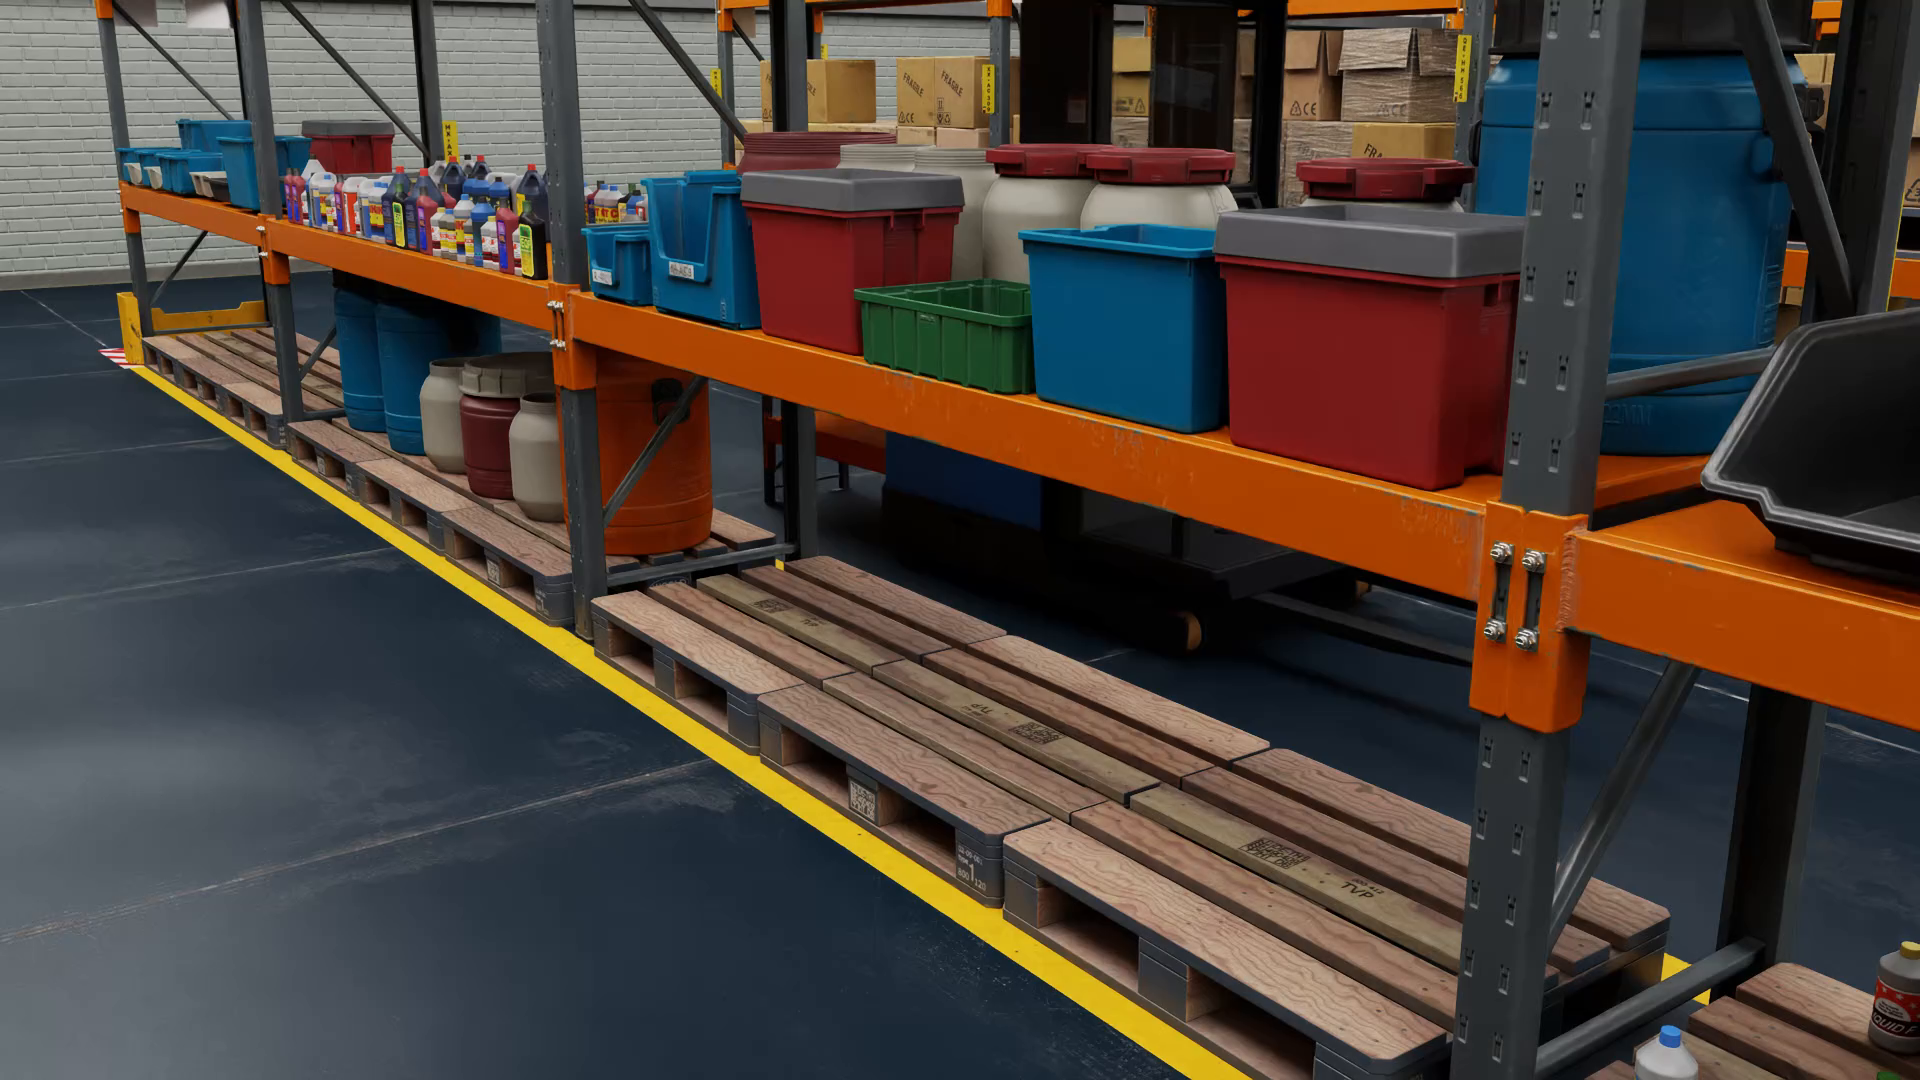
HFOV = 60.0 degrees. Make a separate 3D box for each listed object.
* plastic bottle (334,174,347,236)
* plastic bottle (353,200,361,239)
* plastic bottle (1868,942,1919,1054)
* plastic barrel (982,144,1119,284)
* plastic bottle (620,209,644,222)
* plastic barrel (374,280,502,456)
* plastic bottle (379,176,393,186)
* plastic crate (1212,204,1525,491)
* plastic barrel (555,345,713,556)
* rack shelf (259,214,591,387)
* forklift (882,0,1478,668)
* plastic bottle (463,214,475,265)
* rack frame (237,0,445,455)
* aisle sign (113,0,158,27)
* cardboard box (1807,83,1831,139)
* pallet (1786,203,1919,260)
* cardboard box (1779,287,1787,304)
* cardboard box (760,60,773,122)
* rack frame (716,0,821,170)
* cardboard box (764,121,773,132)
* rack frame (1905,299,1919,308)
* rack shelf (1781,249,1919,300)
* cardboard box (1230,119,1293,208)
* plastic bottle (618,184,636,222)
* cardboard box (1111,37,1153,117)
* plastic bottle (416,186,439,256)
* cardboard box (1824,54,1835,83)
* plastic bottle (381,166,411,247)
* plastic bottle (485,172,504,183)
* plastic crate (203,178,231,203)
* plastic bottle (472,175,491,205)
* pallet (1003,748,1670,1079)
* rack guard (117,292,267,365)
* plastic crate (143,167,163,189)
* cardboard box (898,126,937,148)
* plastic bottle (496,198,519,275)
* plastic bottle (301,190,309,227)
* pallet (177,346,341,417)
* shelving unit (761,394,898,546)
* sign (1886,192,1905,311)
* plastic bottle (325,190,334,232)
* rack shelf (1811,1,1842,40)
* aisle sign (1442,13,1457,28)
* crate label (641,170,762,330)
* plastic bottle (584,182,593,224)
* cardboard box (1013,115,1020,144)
[{"bbox_3d":[-2.967,-1.616,8.018,0.061,0.283,0.133,-11,19,-35],"label":"plastic bottle"},{"bbox_3d":[-2.805,-1.526,7.845,0.097,0.201,0.097,0,15,0],"label":"plastic bottle"},{"bbox_3d":[1.809,0.869,3.187,0.097,0.201,0.097,0,15,0],"label":"plastic bottle"},{"bbox_3d":[0.273,-0.851,4.745,0.433,0.535,0.433,0,15,0],"label":"plastic barrel"},{"bbox_3d":[-1.363,-1.274,6.926,0.097,0.201,0.097,0,15,0],"label":"plastic bottle"},{"bbox_3d":[-2.637,-0.927,8.459,0.600,0.901,0.708,-11,19,-35],"label":"plastic barrel"},{"bbox_3d":[-2.728,-1.614,8.027,0.152,0.276,0.135,-11,19,-35],"label":"plastic bottle"},{"bbox_3d":[0.812,-0.385,3.178,0.402,0.464,0.583,-11,19,-35],"label":"plastic crate"},{"bbox_3d":[-1.309,-0.410,6.706,0.600,0.830,0.708,-11,19,-35],"label":"plastic barrel"},{"bbox_3d":[-2.184,-1.232,7.759,1.077,0.370,4.000,-11,19,-35],"label":"rack shelf"},{"bbox_3d":[0.996,-1.144,6.202,1.130,2.935,3.031,-13,20,-39],"label":"forklift"},{"bbox_3d":[-1.951,-1.215,6.711,0.097,0.201,0.097,0,15,0],"label":"plastic bottle"},{"bbox_3d":[-3.360,-2.006,9.224,1.000,3.000,0.127,-11,19,-35],"label":"rack frame"},{"bbox_3d":[-5.994,-4.083,11.889,0.394,0.787,0.004,-11,19,-35],"label":"aisle sign"},{"bbox_3d":[3.757,-1.959,8.066,0.700,0.500,0.500,-8,17,-26],"label":"cardboard box"},{"bbox_3d":[4.195,-1.412,7.416,1.003,0.211,1.213,-11,19,-35],"label":"pallet"},{"bbox_3d":[6.169,-1.877,12.693,0.500,0.500,0.500,-10,18,-32],"label":"cardboard box"},{"bbox_3d":[-1.348,-3.811,14.117,0.500,0.500,0.500,-11,19,-36],"label":"cardboard box"},{"bbox_3d":[-1.705,-3.629,15.154,1.000,3.000,0.127,-11,19,-35],"label":"rack frame"},{"bbox_3d":[-1.331,-3.446,14.205,0.500,0.250,0.500,-11,19,-35],"label":"cardboard box"},{"bbox_3d":[7.070,-2.669,11.646,1.000,3.000,0.127,-11,19,-35],"label":"rack frame"},{"bbox_3d":[4.174,-1.147,7.447,1.077,0.370,4.000,-11,19,-35],"label":"rack shelf"},{"bbox_3d":[1.912,-2.254,9.939,0.500,0.500,0.500,-12,19,-36],"label":"cardboard box"},{"bbox_3d":[-1.450,-1.422,7.311,0.061,0.283,0.133,-11,19,-35],"label":"plastic bottle"},{"bbox_3d":[1.423,-3.024,10.852,0.797,0.503,0.637,-11,19,-34],"label":"cardboard box"},{"bbox_3d":[-2.263,-1.360,7.084,0.061,0.283,0.133,-11,19,-35],"label":"plastic bottle"},{"bbox_3d":[9.010,-4.601,16.620,0.500,0.500,0.500,-11,19,-35],"label":"cardboard box"},{"bbox_3d":[-2.510,-1.501,7.471,0.144,0.351,0.185,-11,19,-35],"label":"plastic bottle"},{"bbox_3d":[-2.355,-1.727,8.438,0.152,0.276,0.135,-11,19,-35],"label":"plastic bottle"},{"bbox_3d":[-4.235,-2.100,9.973,0.437,0.125,0.590,-11,19,-35],"label":"plastic crate"},{"bbox_3d":[-2.366,-1.672,8.248,0.097,0.271,0.097,0,15,0],"label":"plastic bottle"},{"bbox_3d":[0.851,0.885,3.941,1.003,0.211,1.213,-11,19,-35],"label":"pallet"},{"bbox_3d":[-5.736,-1.658,12.686,1.175,0.500,0.348,-11,19,-35],"label":"rack guard"},{"bbox_3d":[-5.312,-2.432,11.166,0.250,0.136,0.298,-11,19,-35],"label":"plastic crate"},{"bbox_3d":[-0.132,-3.010,12.611,0.500,0.250,0.500,-10,18,-33],"label":"cardboard box"},{"bbox_3d":[-1.727,-1.165,6.372,0.061,0.283,0.133,-11,19,-35],"label":"plastic bottle"},{"bbox_3d":[-3.328,-1.716,8.538,0.097,0.201,0.097,0,15,0],"label":"plastic bottle"},{"bbox_3d":[-4.545,-1.073,11.096,1.003,0.211,1.213,-11,19,-35],"label":"pallet"},{"bbox_3d":[-0.437,-0.662,7.865,0.538,1.125,1.048,-13,20,-39],"label":"shelving unit"},{"bbox_3d":[1.795,-0.514,3.249,0.100,0.325,0.005,-11,19,-35],"label":"sign"},{"bbox_3d":[-3.077,-1.624,8.206,0.097,0.201,0.097,0,15,0],"label":"plastic bottle"},{"bbox_3d":[9.839,-4.986,15.792,1.077,0.370,4.000,-11,19,-35],"label":"rack shelf"},{"bbox_3d":[6.034,-6.392,20.322,0.394,0.787,0.004,-11,19,-35],"label":"aisle sign"},{"bbox_3d":[-0.643,-0.915,5.170,0.502,0.435,0.616,-11,19,-35],"label":"crate label"},{"bbox_3d":[-1.726,-1.508,7.648,0.097,0.271,0.097,0,15,0],"label":"plastic bottle"},{"bbox_3d":[0.715,-2.686,11.519,0.500,0.500,0.500,-11,19,-34],"label":"cardboard box"}]
